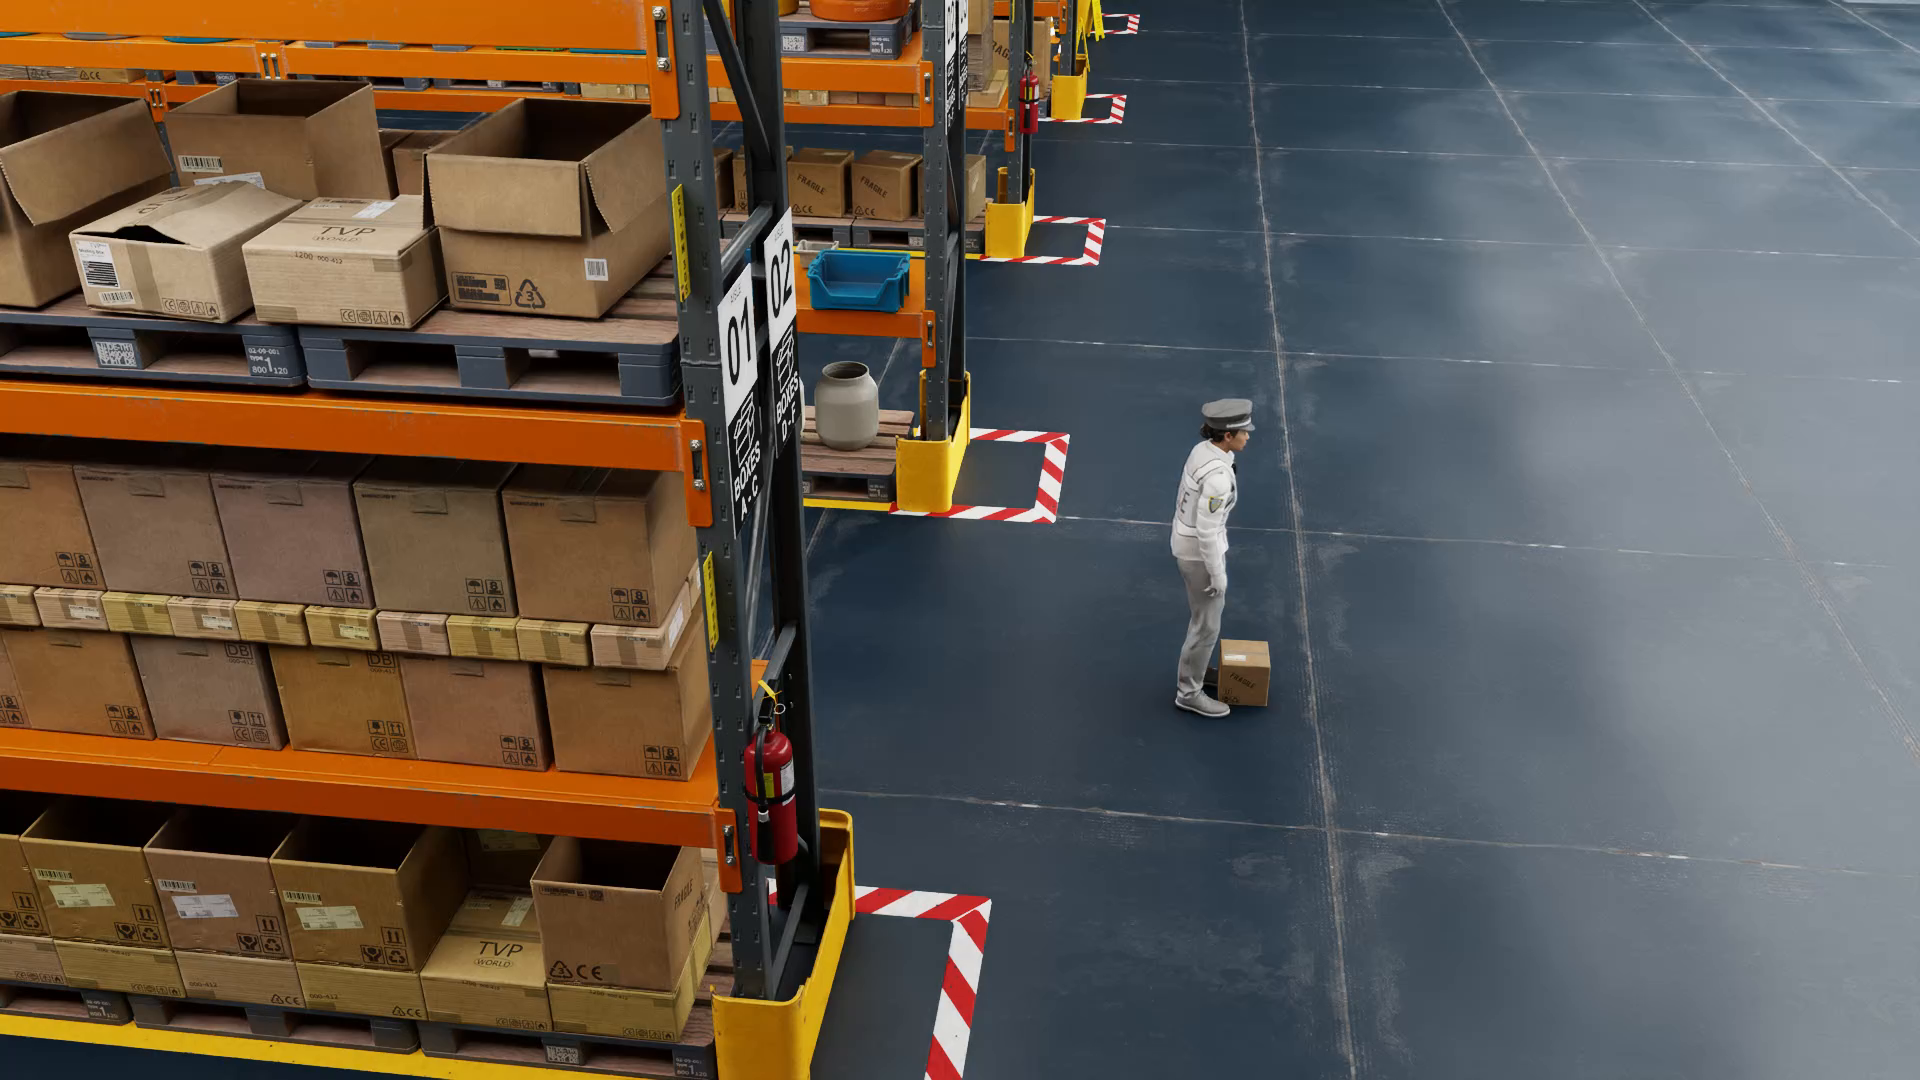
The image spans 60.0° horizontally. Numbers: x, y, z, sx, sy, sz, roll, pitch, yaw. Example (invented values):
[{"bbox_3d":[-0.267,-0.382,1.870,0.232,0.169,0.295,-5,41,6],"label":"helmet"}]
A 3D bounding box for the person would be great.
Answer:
[{"bbox_3d":[1.282,0.067,8.493,0.408,1.667,0.547,2,29,4],"label":"person"}]
